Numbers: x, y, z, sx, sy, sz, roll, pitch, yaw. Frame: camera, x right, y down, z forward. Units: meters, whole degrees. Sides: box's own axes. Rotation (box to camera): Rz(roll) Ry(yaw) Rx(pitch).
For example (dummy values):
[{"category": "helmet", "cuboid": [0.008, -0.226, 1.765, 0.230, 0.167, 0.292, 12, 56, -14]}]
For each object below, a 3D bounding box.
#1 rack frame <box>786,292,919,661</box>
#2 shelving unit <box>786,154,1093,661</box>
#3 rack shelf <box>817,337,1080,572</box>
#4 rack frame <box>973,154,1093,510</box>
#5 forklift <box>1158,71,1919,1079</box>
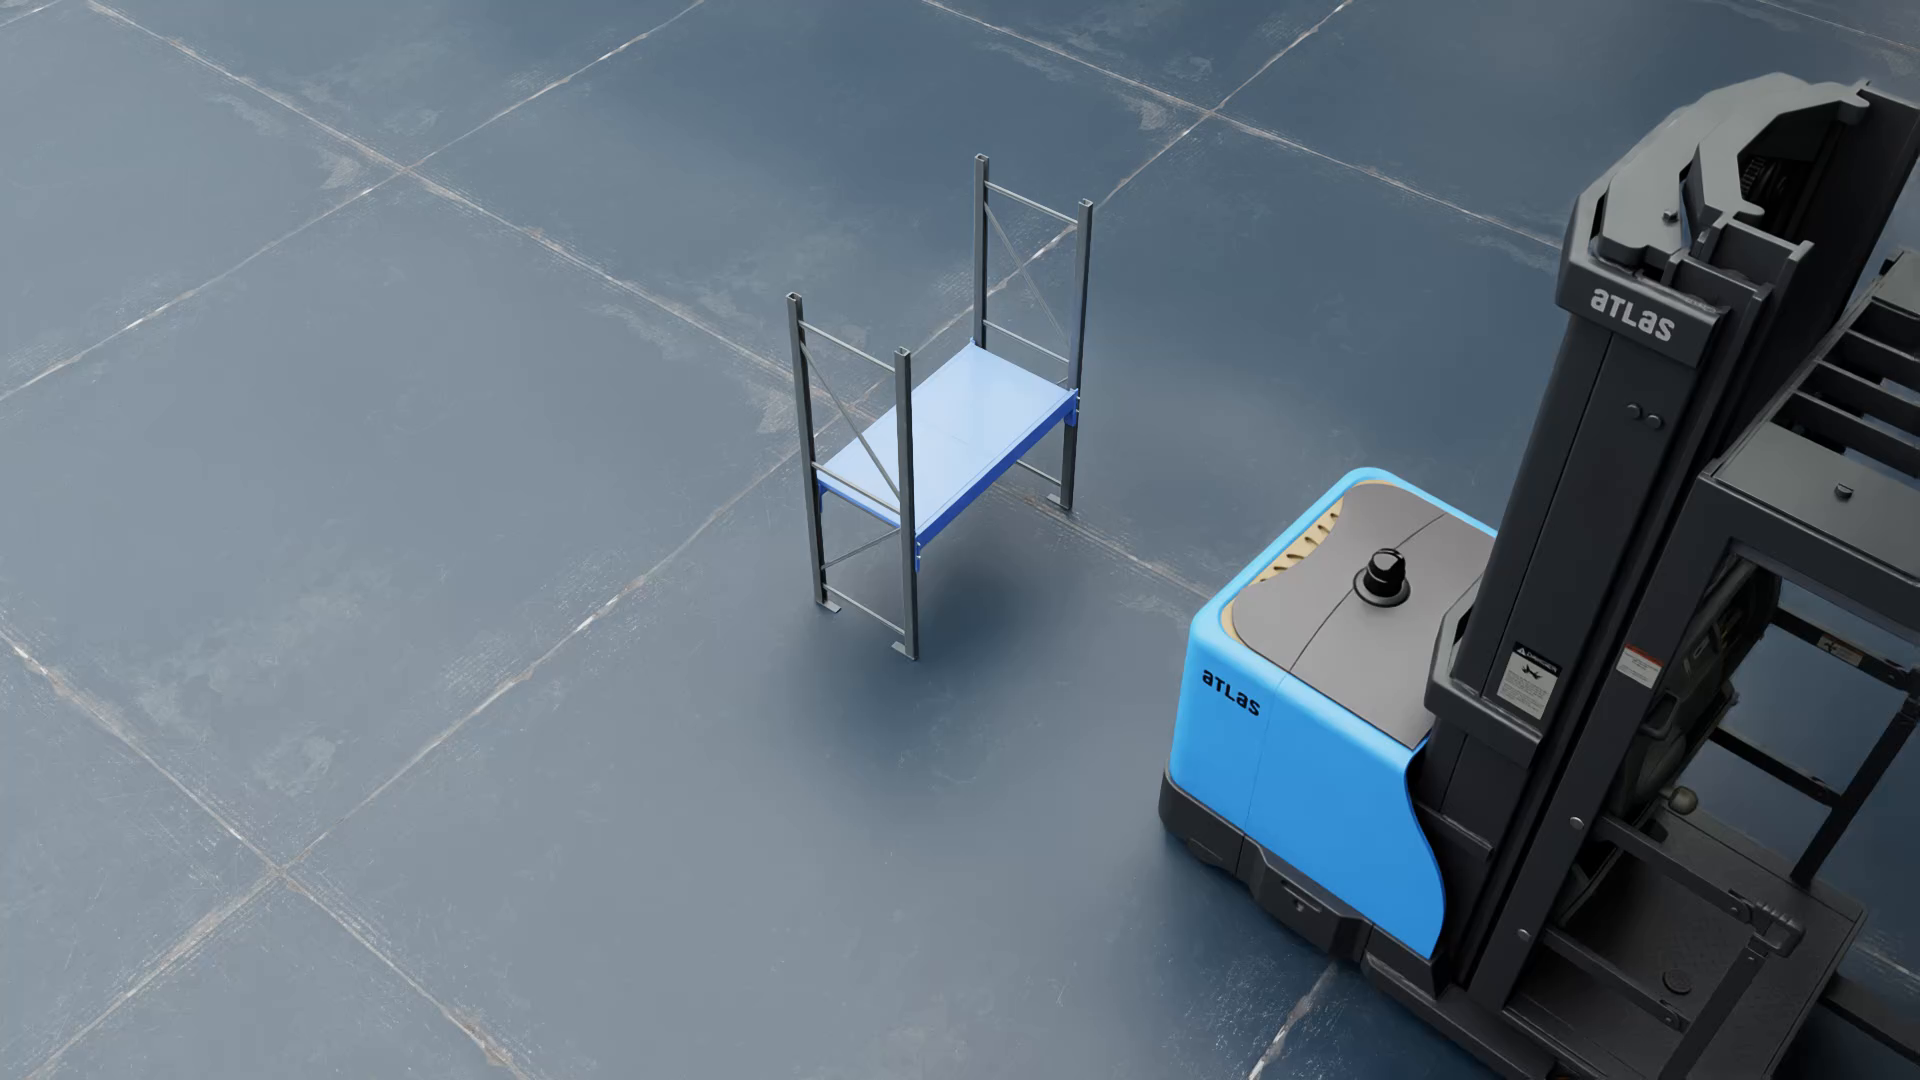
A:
[{"category": "rack frame", "cuboid": [-0.363, -0.178, 5.883, 0.500, 1.500, 0.032, 29, 53, 25]}, {"category": "shelving unit", "cuboid": [-0.052, -0.469, 6.161, 0.538, 1.500, 1.048, 29, 53, 25]}, {"category": "rack shelf", "cuboid": [-0.052, -0.345, 6.291, 0.538, 0.185, 1.000, 29, 53, 25]}, {"category": "rack frame", "cuboid": [0.259, -0.760, 6.439, 0.500, 1.500, 0.032, 29, 53, 25]}, {"category": "forklift", "cuboid": [2.115, 0.437, 4.306, 3.031, 2.935, 1.130, 33, 55, 28]}]
